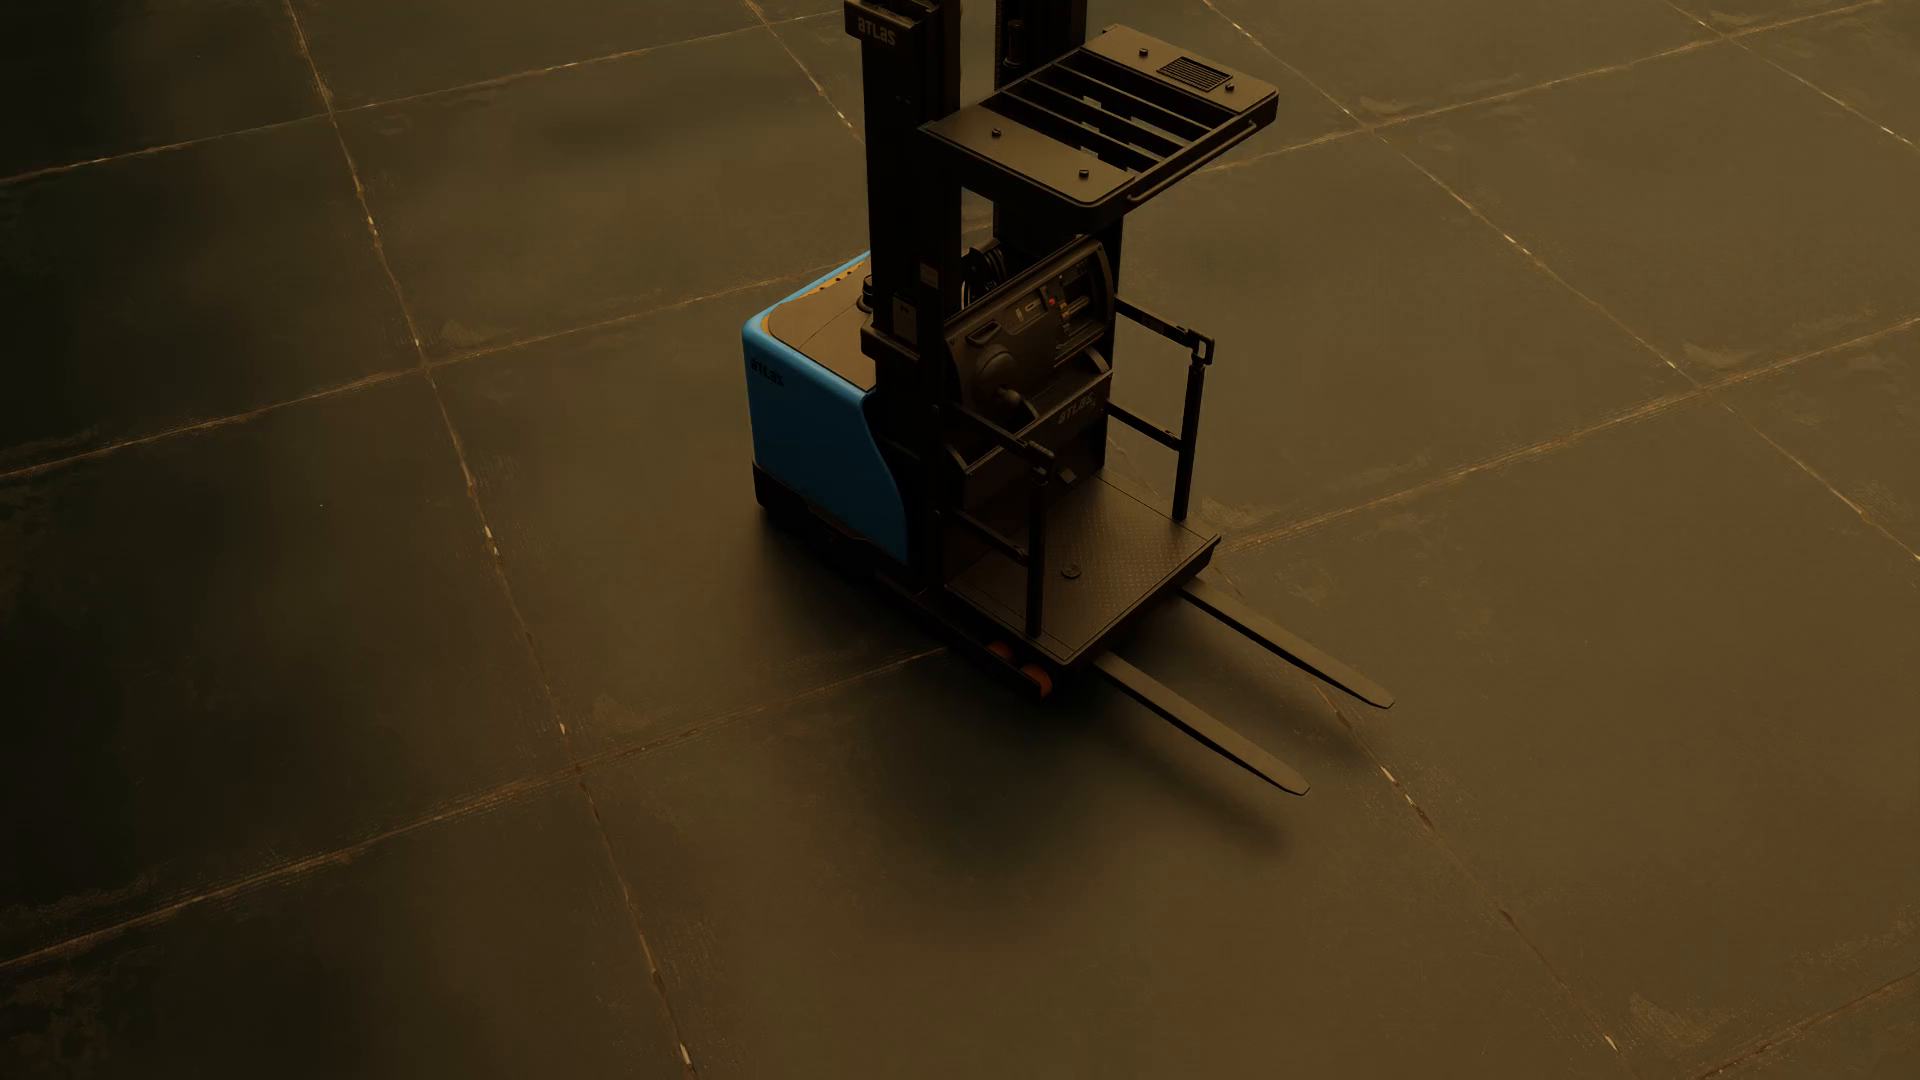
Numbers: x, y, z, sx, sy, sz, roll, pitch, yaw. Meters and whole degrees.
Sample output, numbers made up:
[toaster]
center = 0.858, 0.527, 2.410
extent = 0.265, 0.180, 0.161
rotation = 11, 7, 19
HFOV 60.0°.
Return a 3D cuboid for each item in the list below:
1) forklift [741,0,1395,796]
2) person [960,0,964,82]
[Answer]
[forklift]
center = 0.445, -0.788, 6.525
extent = 3.031, 2.935, 1.130
rotation = 32, 52, 30
[person]
center = -0.199, -3.265, 10.103
extent = 0.569, 1.654, 0.504
rotation = -29, 50, -27
